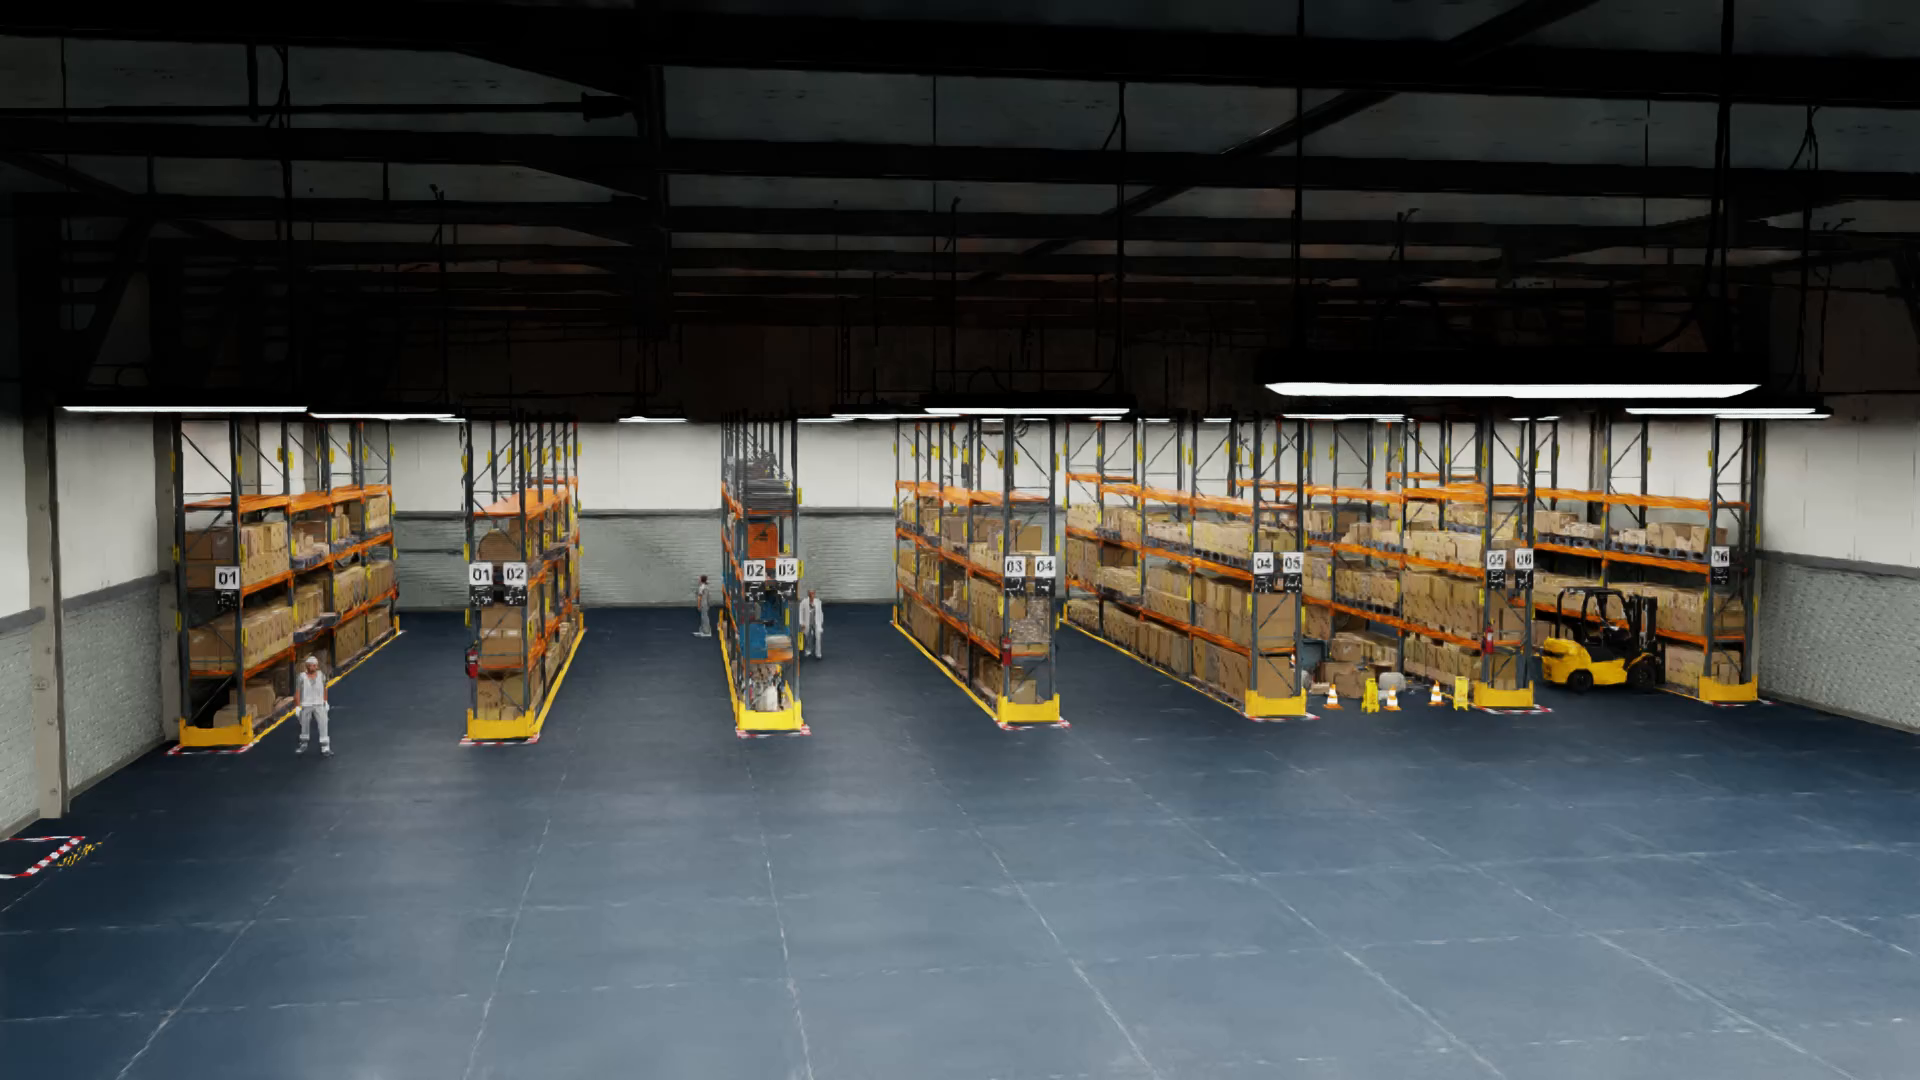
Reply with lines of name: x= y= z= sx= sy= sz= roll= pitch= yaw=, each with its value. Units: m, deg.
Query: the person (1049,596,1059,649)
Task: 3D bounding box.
person: x=2.206 y=1.934 z=42.315 sx=0.544 sy=1.646 sz=1.102 roll=-1 pitch=4 yaw=-8

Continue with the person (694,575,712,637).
person: x=-6.917 y=1.755 z=44.721 sx=0.577 sy=1.665 sz=0.559 roll=1 pitch=4 yaw=13

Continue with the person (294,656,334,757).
person: x=-11.155 y=2.860 z=28.666 sx=0.597 sy=1.742 sz=0.965 roll=-2 pitch=5 yaw=-32

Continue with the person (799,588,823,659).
person: x=-3.636 y=2.021 z=40.650 sx=0.591 sy=1.698 sz=1.193 roll=-1 pitch=4 yaw=-7
